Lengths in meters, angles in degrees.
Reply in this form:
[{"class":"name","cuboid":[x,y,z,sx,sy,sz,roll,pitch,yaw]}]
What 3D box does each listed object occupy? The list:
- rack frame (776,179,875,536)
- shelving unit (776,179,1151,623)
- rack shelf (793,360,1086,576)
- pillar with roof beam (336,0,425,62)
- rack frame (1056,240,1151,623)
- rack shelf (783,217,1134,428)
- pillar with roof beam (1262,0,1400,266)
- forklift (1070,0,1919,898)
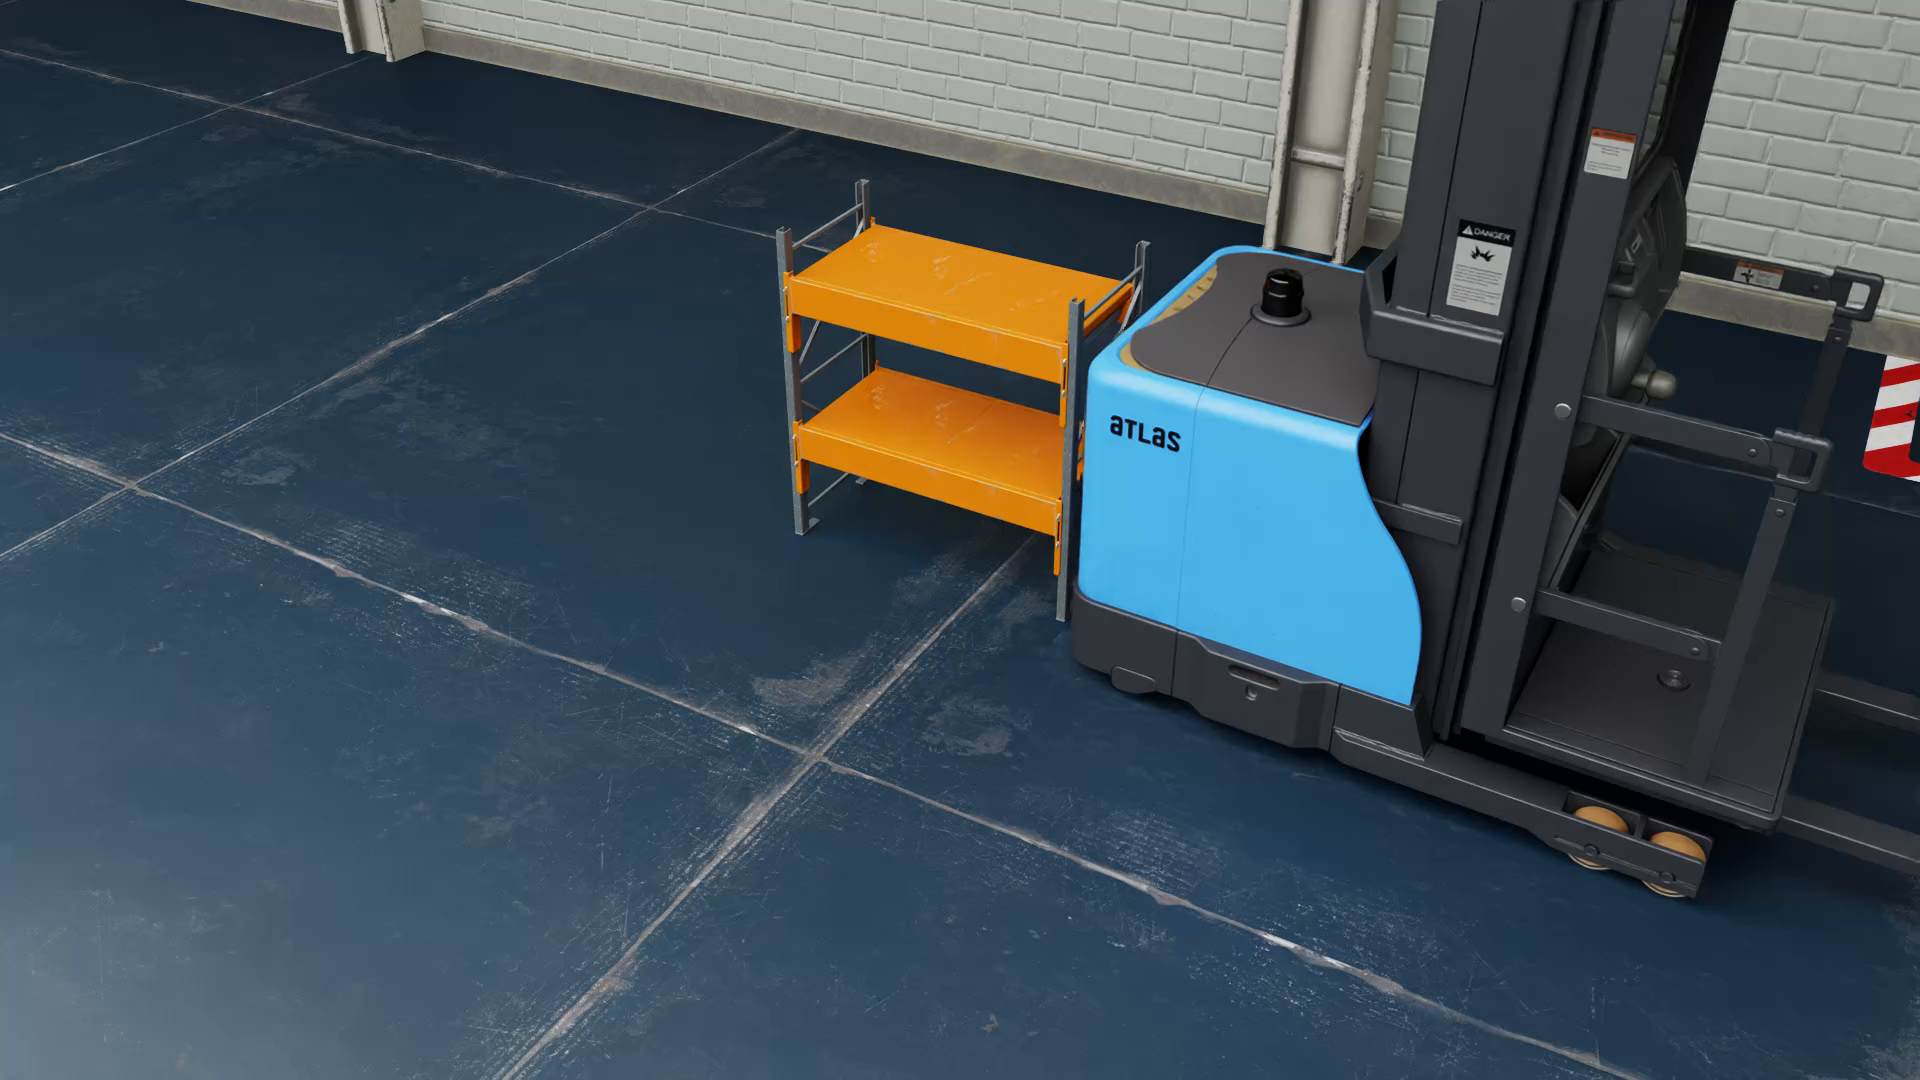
[{"class":"rack frame","cuboid":[-0.435,-0.606,5.645,0.032,1.125,0.500,18,37,24]},{"class":"shelving unit","cuboid":[0.006,-0.466,5.435,1.048,1.125,0.538,18,37,24]},{"class":"rack shelf","cuboid":[0.006,-0.263,5.571,1.000,0.278,0.538,18,37,24]},{"class":"pillar with roof beam","cuboid":[-5.681,-4.709,4.702,0.400,9.000,9.100,18,37,24]},{"class":"rack frame","cuboid":[0.447,-0.327,5.225,0.032,1.125,0.500,18,37,24]},{"class":"rack shelf","cuboid":[0.006,-0.710,5.273,1.000,0.278,0.538,18,37,24]},{"class":"pillar with roof beam","cuboid":[-0.472,-3.058,2.224,0.400,9.000,9.100,18,37,24]},{"class":"forklift","cuboid":[1.870,-0.626,4.045,3.031,2.935,1.130,18,38,25]}]
